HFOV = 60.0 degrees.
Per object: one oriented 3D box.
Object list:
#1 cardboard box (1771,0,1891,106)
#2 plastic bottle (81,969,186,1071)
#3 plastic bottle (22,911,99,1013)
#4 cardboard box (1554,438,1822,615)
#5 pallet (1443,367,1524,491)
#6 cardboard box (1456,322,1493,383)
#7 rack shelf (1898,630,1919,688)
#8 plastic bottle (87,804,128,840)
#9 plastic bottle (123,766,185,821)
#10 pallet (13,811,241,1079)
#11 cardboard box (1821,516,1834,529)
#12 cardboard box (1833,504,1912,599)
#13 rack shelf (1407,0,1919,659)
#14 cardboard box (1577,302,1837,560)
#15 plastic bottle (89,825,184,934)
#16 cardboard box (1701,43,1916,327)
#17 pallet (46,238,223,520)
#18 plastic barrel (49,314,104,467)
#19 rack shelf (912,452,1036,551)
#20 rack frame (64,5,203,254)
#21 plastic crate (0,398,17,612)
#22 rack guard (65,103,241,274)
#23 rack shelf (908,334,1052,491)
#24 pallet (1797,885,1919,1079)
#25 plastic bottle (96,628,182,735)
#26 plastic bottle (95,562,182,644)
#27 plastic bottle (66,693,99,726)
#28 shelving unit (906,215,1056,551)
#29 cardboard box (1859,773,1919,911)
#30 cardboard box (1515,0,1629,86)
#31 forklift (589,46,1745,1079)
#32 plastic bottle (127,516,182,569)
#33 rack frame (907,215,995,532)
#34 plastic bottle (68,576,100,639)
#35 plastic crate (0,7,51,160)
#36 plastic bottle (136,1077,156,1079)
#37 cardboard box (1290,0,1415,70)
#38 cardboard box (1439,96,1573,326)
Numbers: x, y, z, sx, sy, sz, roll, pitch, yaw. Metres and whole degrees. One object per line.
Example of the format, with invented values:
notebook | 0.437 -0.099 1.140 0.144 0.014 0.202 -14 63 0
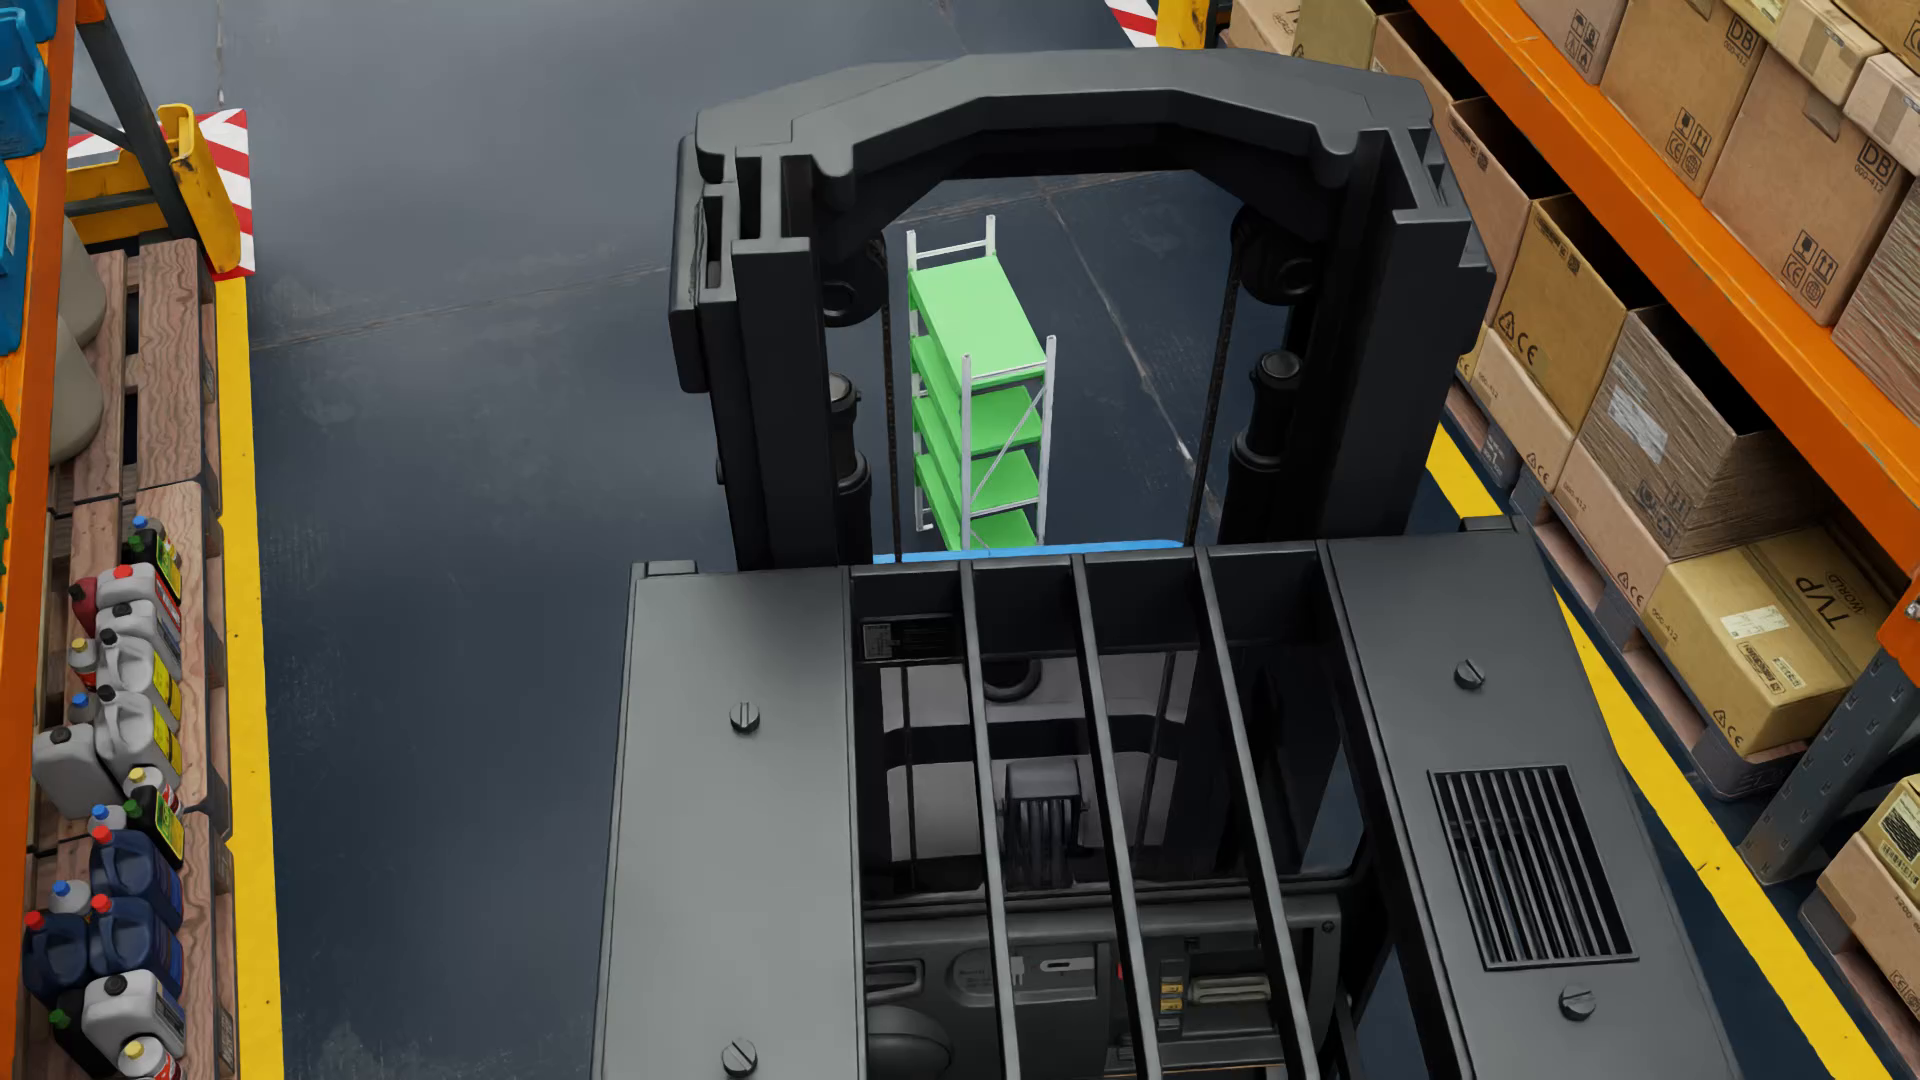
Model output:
cardboard box | 2.095 -1.145 3.764 0.380 0.149 0.250 -13 51 -11
plastic bottle | -1.920 1.101 3.853 0.152 0.276 0.135 -12 51 -10
plastic bottle | -2.103 0.988 3.900 0.144 0.351 0.185 -13 51 -11
cardboard box | 2.126 -0.096 4.893 0.500 0.250 0.500 -13 51 -11
pallet | 2.050 -0.774 5.765 1.003 0.211 1.213 -13 51 -11
cardboard box | 1.815 -0.823 5.506 0.500 0.250 0.500 -13 51 -11
rack shelf | 3.201 1.502 2.492 1.077 0.370 4.000 -13 51 -11
plastic bottle | -2.100 0.744 4.157 0.097 0.271 0.097 0 50 0
plastic bottle | -2.082 0.654 4.279 0.097 0.201 0.097 0 50 0
pallet | -2.282 1.326 3.994 1.003 0.211 1.213 -13 51 -11
cardboard box | 2.619 -0.213 4.991 0.500 0.250 0.500 -13 51 -11
cardboard box | 2.772 -0.090 4.398 0.500 0.500 0.500 -13 51 -11
rack shelf | 2.018 -1.419 4.955 1.077 0.370 4.000 -13 51 -11
cardboard box | 2.127 -0.338 4.606 0.500 0.500 0.500 -13 51 -11
plastic bottle | -2.021 0.818 4.043 0.144 0.351 0.185 -15 52 -13
cardboard box | 2.311 -0.929 4.006 0.700 0.500 0.500 -14 51 -11
pallet | -3.003 -0.456 5.497 1.003 0.211 1.213 -13 51 -11
plastic barrel | -2.890 -0.498 5.061 0.421 0.512 0.421 0 50 0
rack shelf | 0.049 -0.070 4.922 0.258 0.148 0.480 -13 51 -11
rack frame | -3.306 -1.994 4.969 1.000 3.000 0.127 -13 51 -11
plastic crate | -2.255 -0.060 3.477 0.450 0.188 0.662 -13 51 -11
rack guard | -3.238 -1.144 5.887 1.175 0.500 0.348 -13 51 -11
rack shelf | 0.049 -0.379 4.555 0.258 0.148 0.480 -13 51 -11
pallet | 2.865 1.238 4.068 1.003 0.211 1.213 -13 51 -11
plastic bottle | -2.202 0.372 4.420 0.144 0.351 0.185 -11 51 -9
plastic bottle | -2.296 0.174 4.635 0.152 0.276 0.135 -13 51 -11
plastic bottle | -2.304 0.479 4.427 0.097 0.201 0.097 0 50 0
shelving unit | 0.049 -0.266 4.689 0.258 1.200 0.503 -13 51 -11
cardboard box | 2.494 0.738 3.823 0.500 0.311 0.500 -13 51 -11
cardboard box | 2.013 -1.670 4.631 0.700 0.500 0.500 -12 51 -10
forklift | 0.170 0.893 2.580 1.130 2.935 3.031 -3 50 -3
plastic bottle | -2.344 0.008 4.824 0.097 0.201 0.097 0 50 0
rack frame | -0.023 -0.444 4.840 0.240 1.200 0.015 -13 51 -11
plastic bottle | -2.397 0.196 4.611 0.061 0.283 0.133 -13 51 -11
plastic crate | -2.685 -1.173 4.374 0.499 0.251 0.408 -13 51 -11
plastic bottle | -1.828 1.281 3.751 0.097 0.201 0.097 0 50 0
cardboard box | 1.523 -1.796 5.835 0.500 0.500 0.500 -13 51 -11
cardboard box | 1.814 -1.064 5.219 0.500 0.500 0.500 -13 51 -11
